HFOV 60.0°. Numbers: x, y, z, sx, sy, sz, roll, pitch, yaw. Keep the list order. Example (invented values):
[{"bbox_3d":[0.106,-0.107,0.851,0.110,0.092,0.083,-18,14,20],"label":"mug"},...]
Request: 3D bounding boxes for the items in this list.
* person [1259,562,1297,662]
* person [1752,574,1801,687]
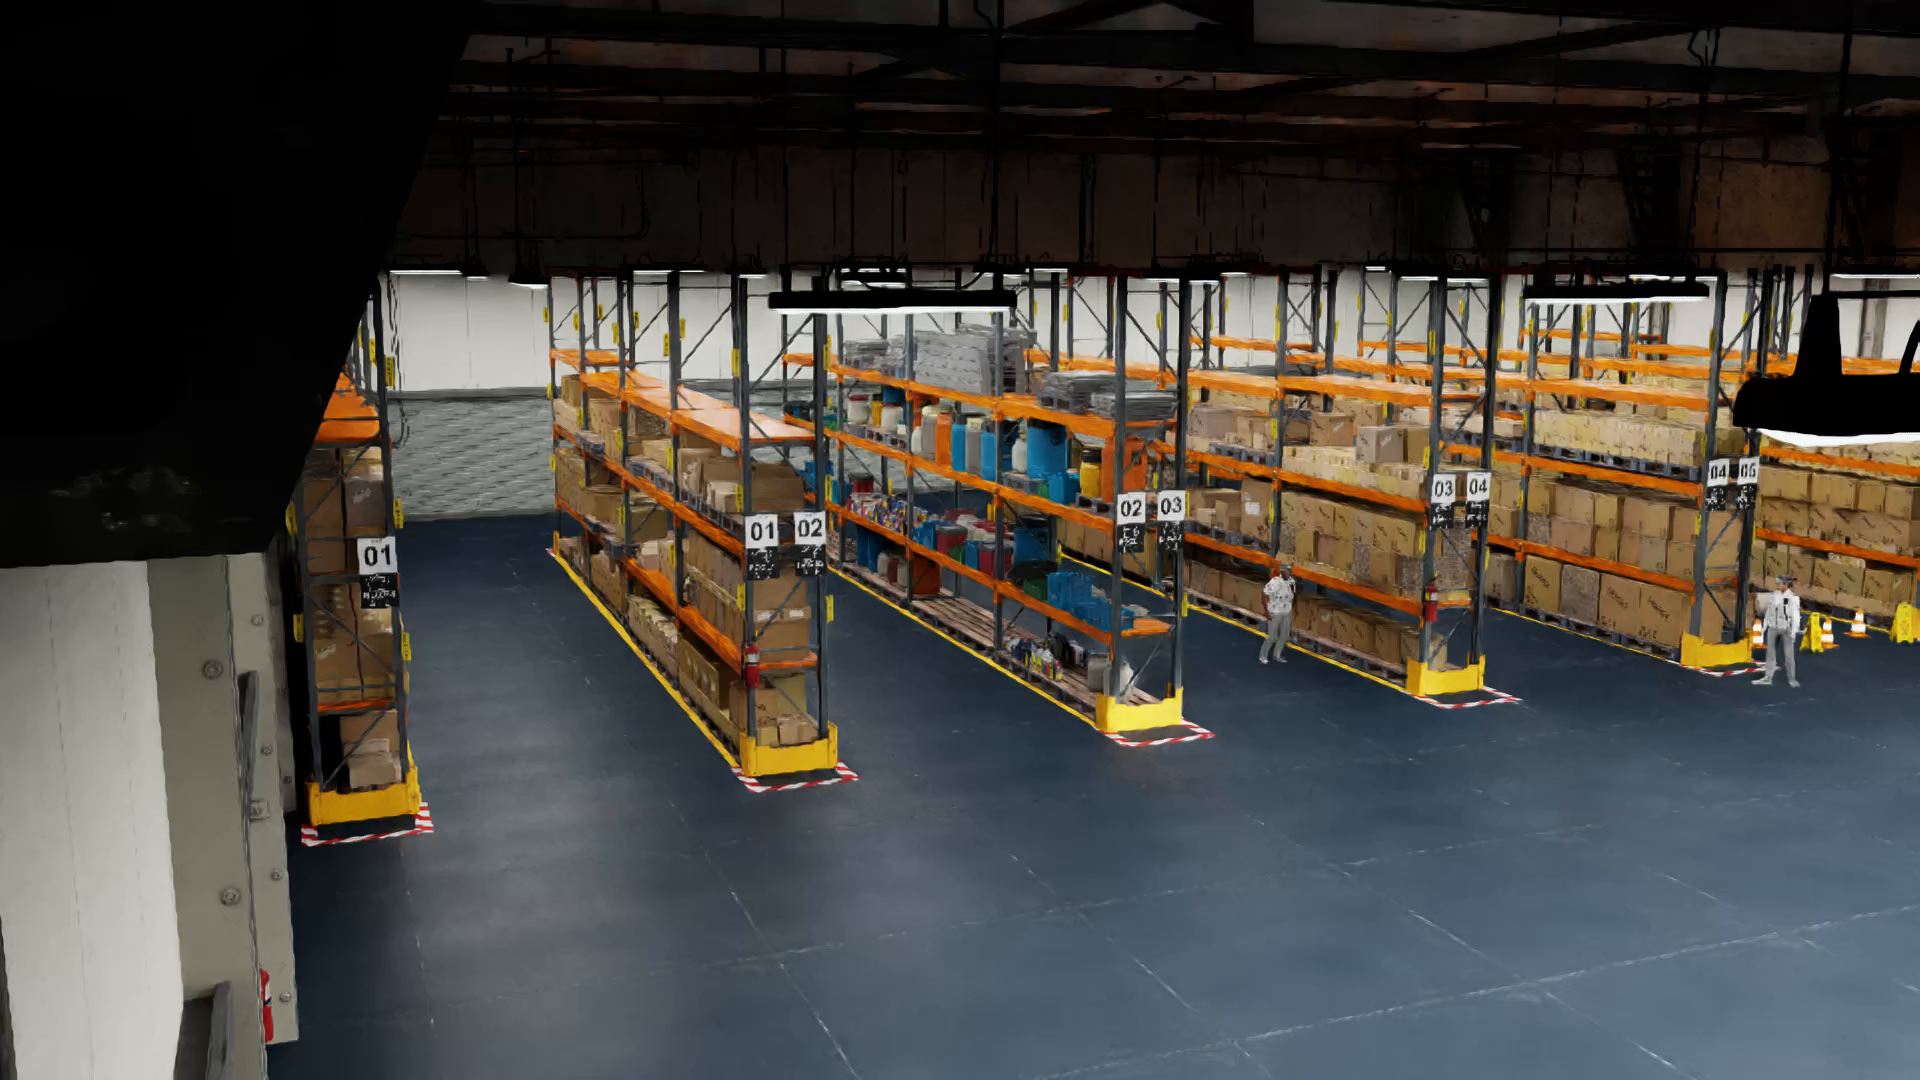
[{"bbox_3d":[4.926,1.107,25.664,0.592,1.625,0.526,-4,11,-21],"label":"person"},{"bbox_3d":[12.015,1.314,24.304,0.507,1.669,0.577,-7,12,-33],"label":"person"}]
